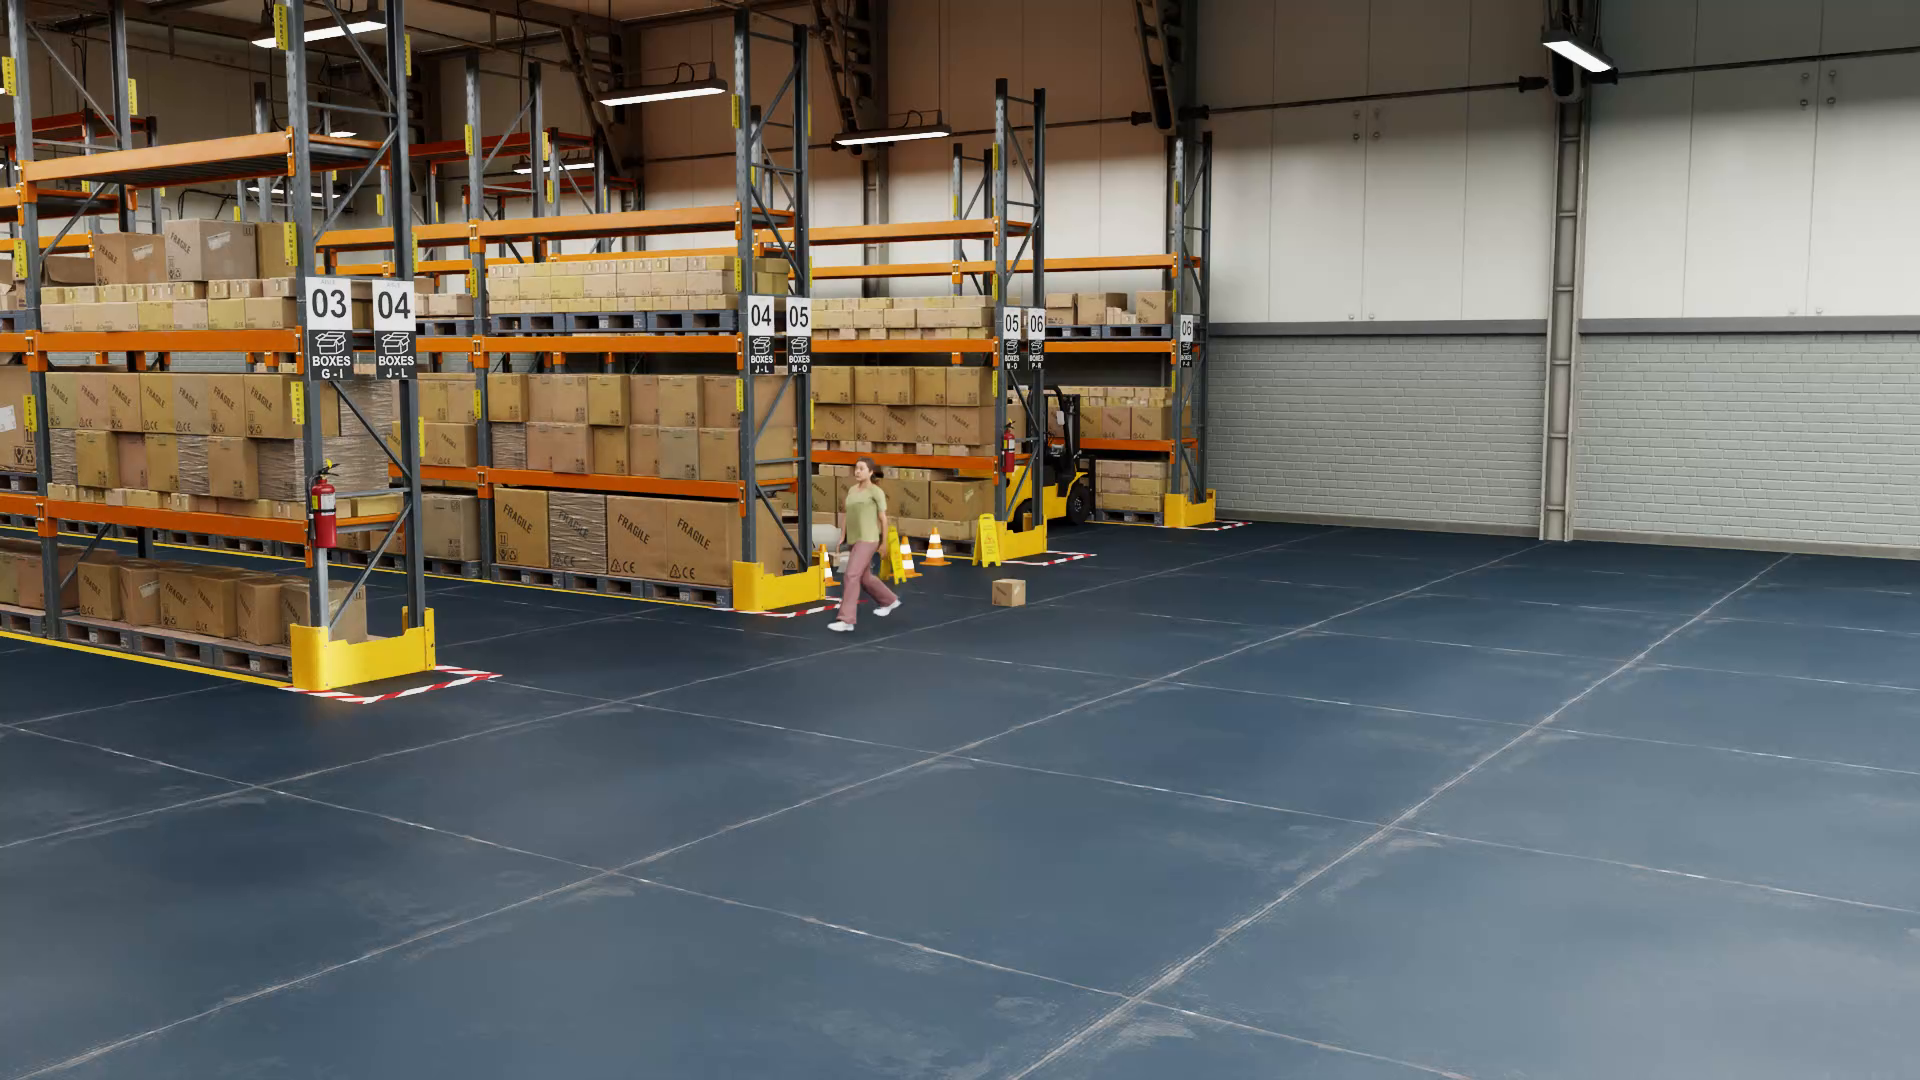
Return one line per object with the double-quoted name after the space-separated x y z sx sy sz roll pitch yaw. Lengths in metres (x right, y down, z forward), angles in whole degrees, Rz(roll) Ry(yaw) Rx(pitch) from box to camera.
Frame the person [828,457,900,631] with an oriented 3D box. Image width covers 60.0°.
-0.912 0.018 15.789 1.002 1.624 0.442 -6 9 -44 "person"
